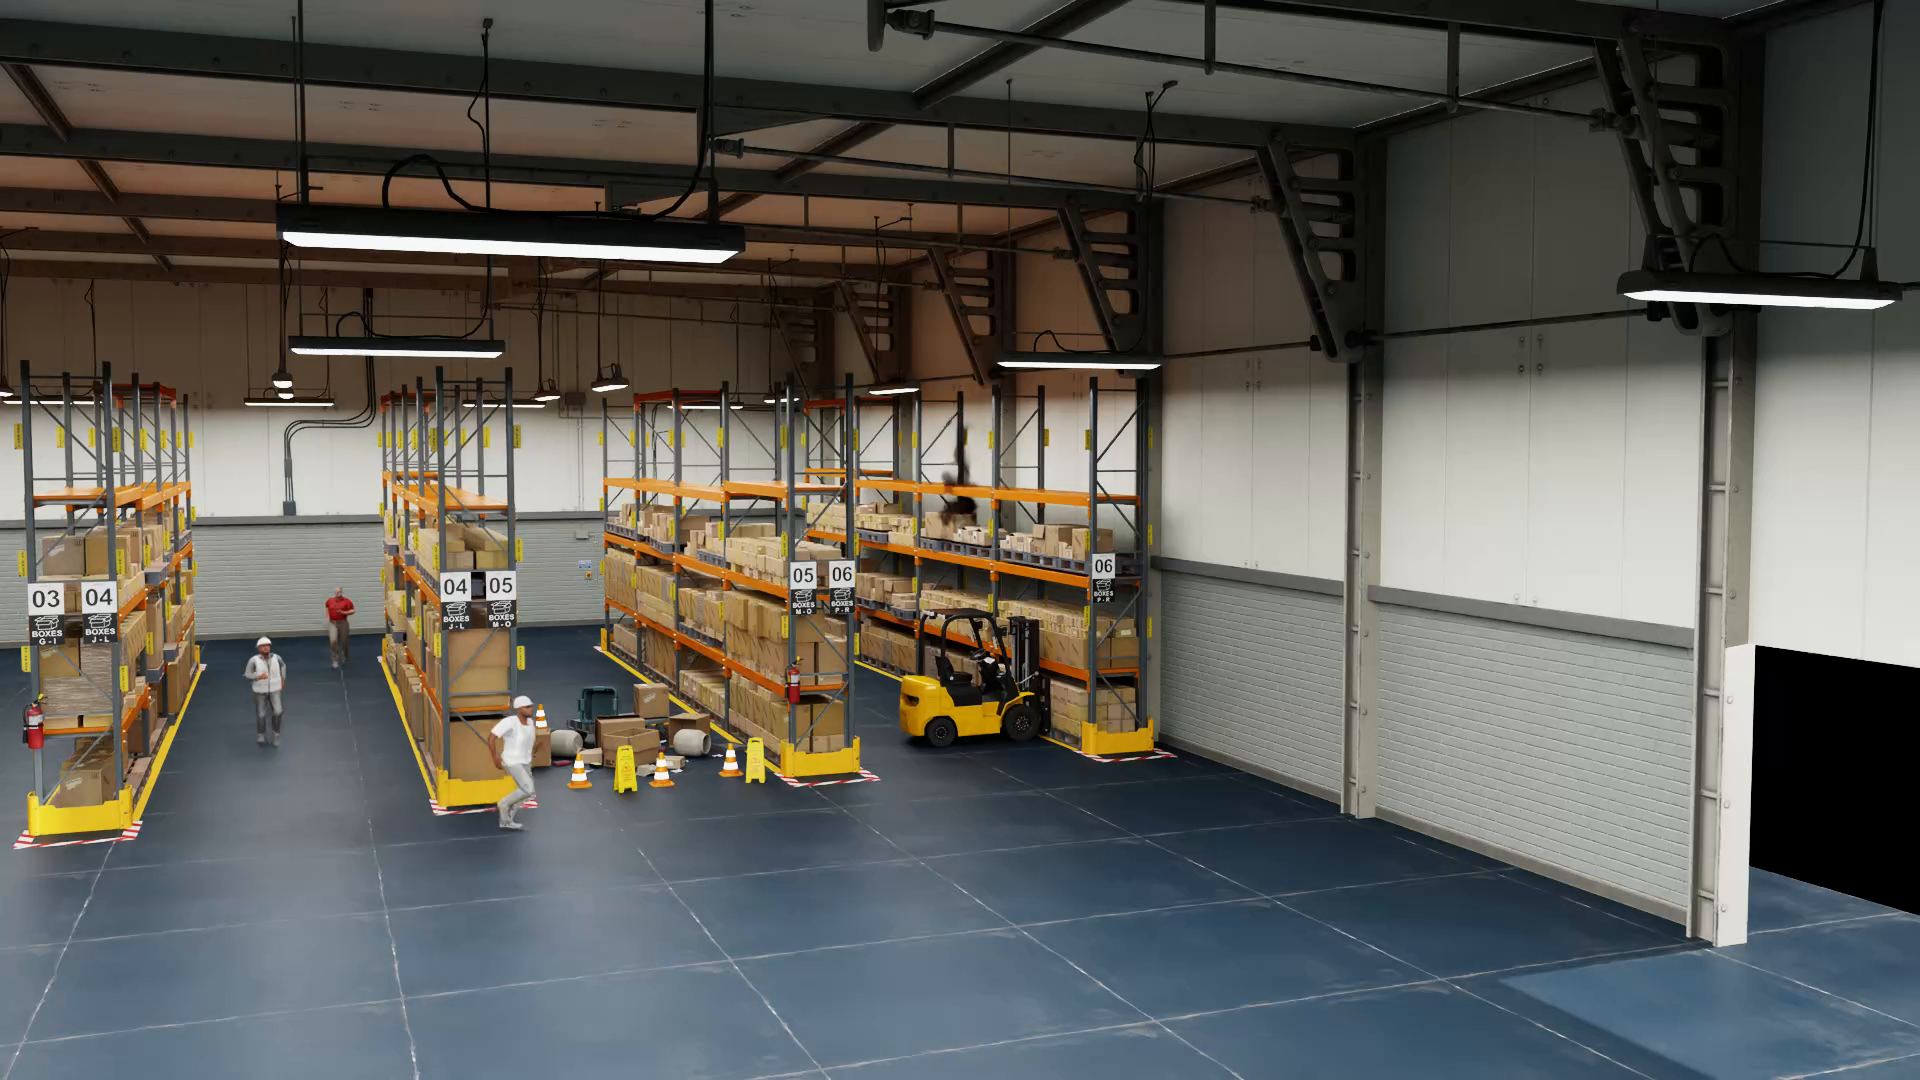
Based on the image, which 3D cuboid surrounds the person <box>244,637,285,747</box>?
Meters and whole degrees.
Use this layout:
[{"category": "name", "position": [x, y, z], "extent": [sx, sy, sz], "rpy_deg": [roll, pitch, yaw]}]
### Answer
[{"category": "person", "position": [-11.309, 2.489, 27.126], "extent": [0.683, 1.818, 0.714], "rpy_deg": [-2, 4, -34]}]

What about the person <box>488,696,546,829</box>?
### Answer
[{"category": "person", "position": [-5.624, 2.857, 21.299], "extent": [0.623, 1.713, 0.696], "rpy_deg": [1, 4, 20]}]

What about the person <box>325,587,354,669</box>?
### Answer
[{"category": "person", "position": [-13.724, 1.914, 36.789], "extent": [0.643, 1.769, 0.918], "rpy_deg": [-1, 4, -14]}]
